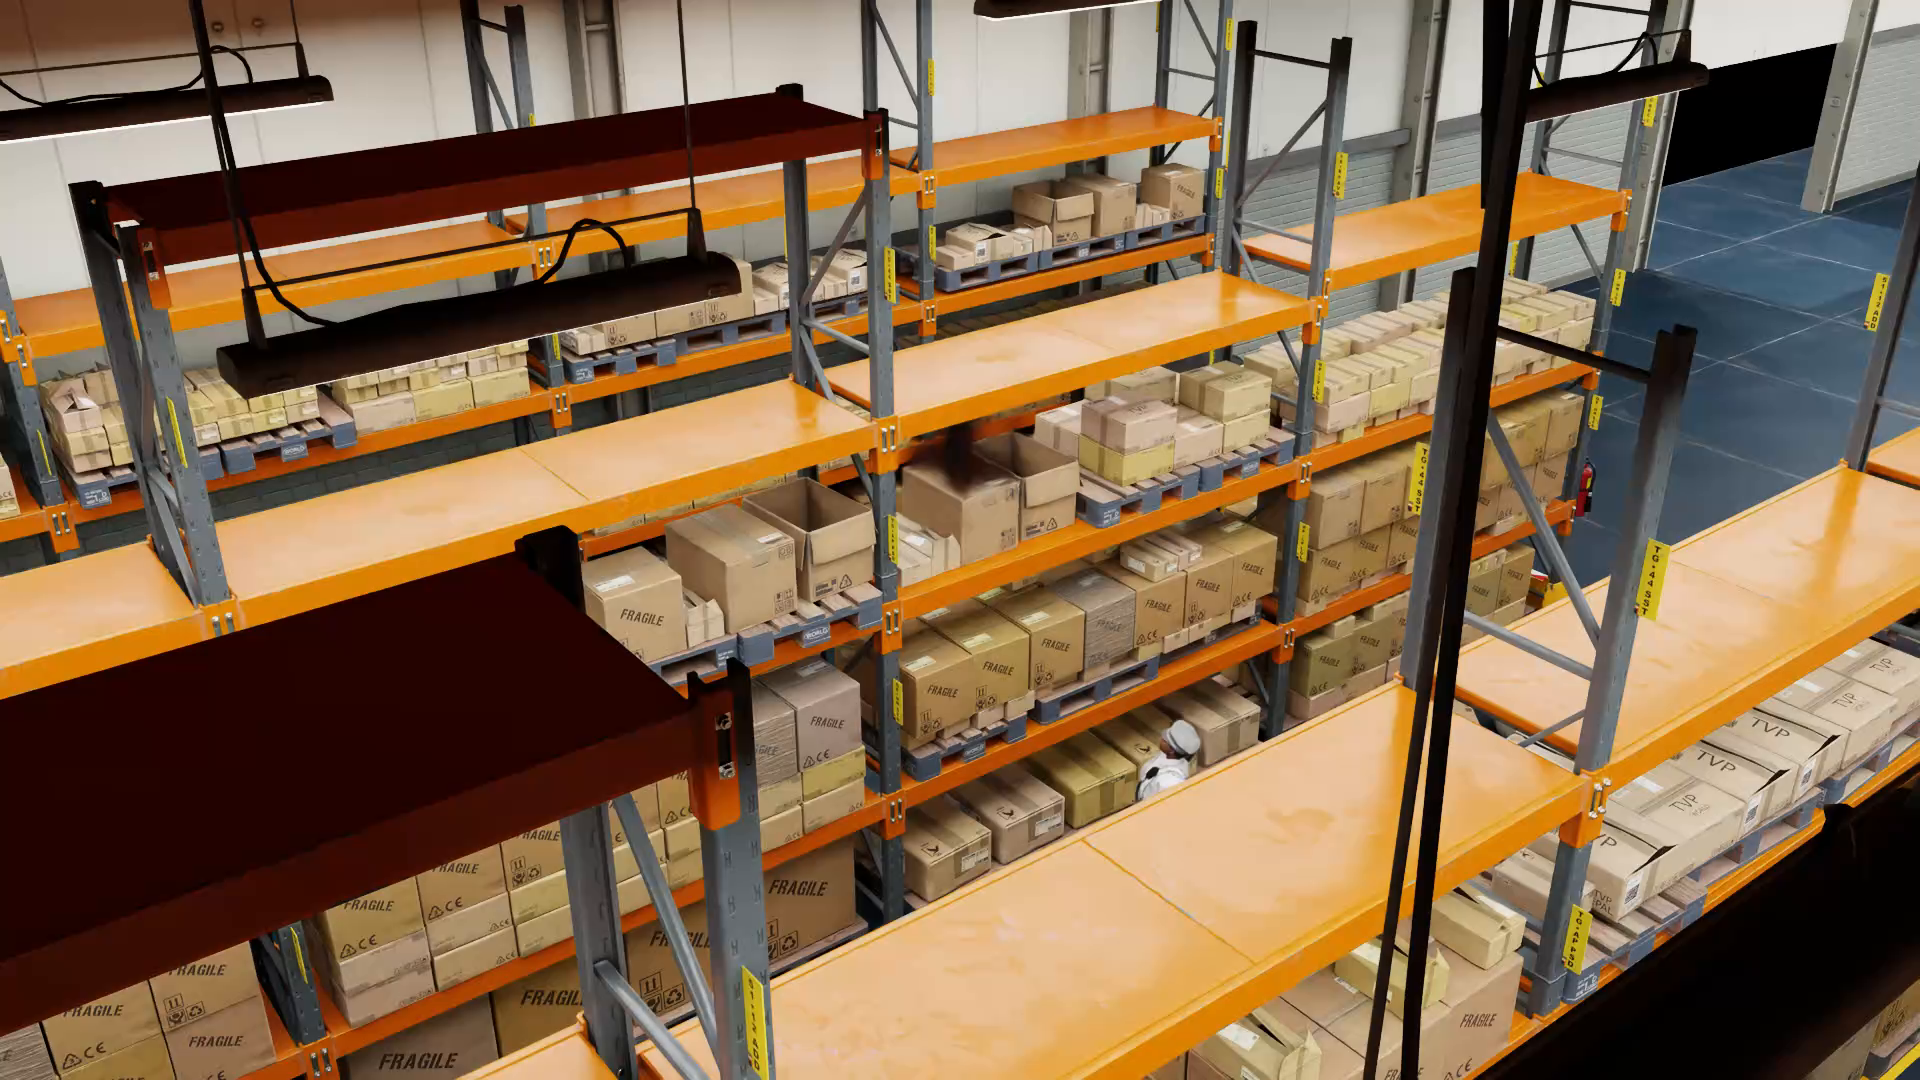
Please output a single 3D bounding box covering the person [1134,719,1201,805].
[{"bbox_3d":[1.363,1.959,11.535,0.511,1.679,0.542,-2,26,-4],"label":"person"}]
